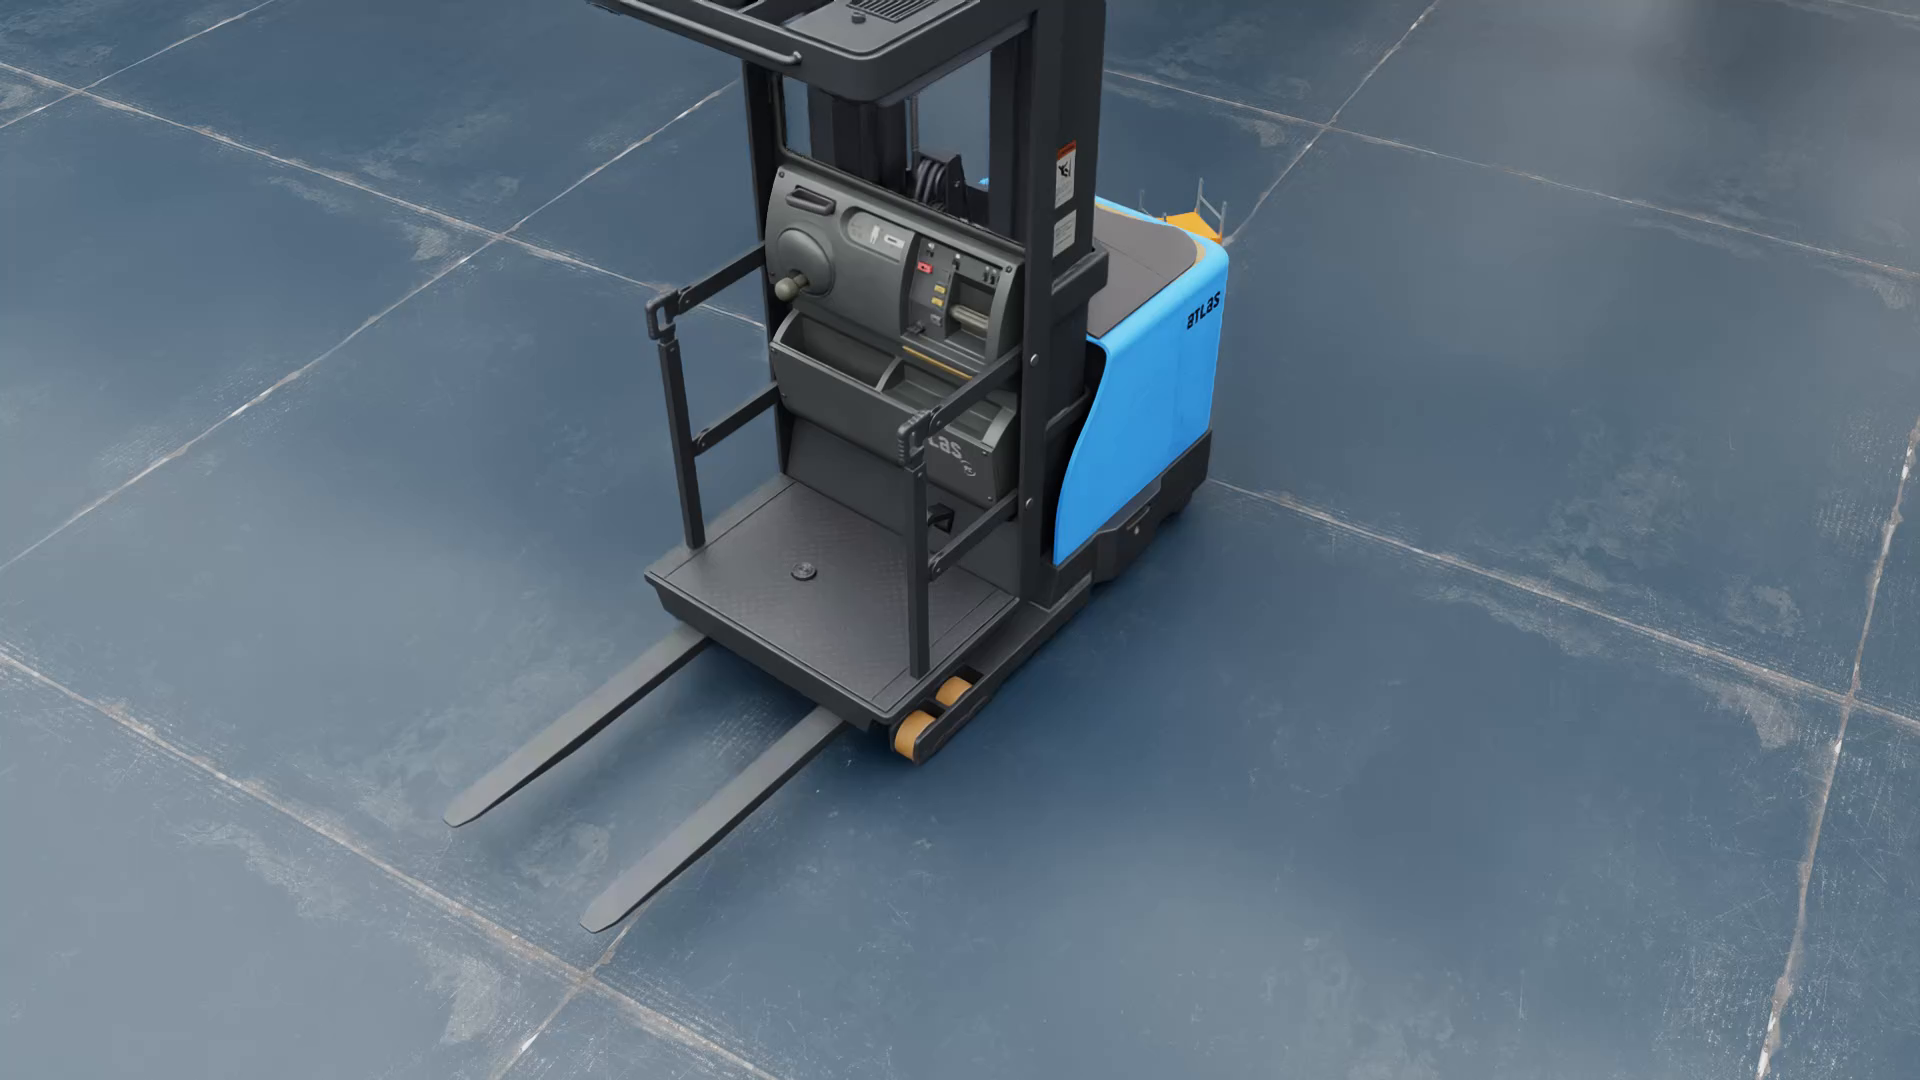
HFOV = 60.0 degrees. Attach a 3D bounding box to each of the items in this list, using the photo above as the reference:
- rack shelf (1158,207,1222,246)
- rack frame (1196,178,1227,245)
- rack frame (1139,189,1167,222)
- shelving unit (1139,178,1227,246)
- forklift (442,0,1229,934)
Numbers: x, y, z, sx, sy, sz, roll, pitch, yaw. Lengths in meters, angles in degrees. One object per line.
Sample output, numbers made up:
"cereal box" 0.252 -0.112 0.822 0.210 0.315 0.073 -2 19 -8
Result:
"rack shelf" 0.815 -1.068 6.252 0.240 0.259 0.215 -14 43 -16
"rack frame" 0.925 -0.890 6.466 0.008 1.050 0.200 -14 43 -16
"rack frame" 0.698 -0.834 6.397 0.008 1.050 0.200 -14 43 -16
"shelving unit" 0.812 -0.862 6.432 0.252 1.050 0.215 -14 43 -16
"forklift" -0.351 -0.751 4.885 1.130 2.935 3.031 28 48 28
